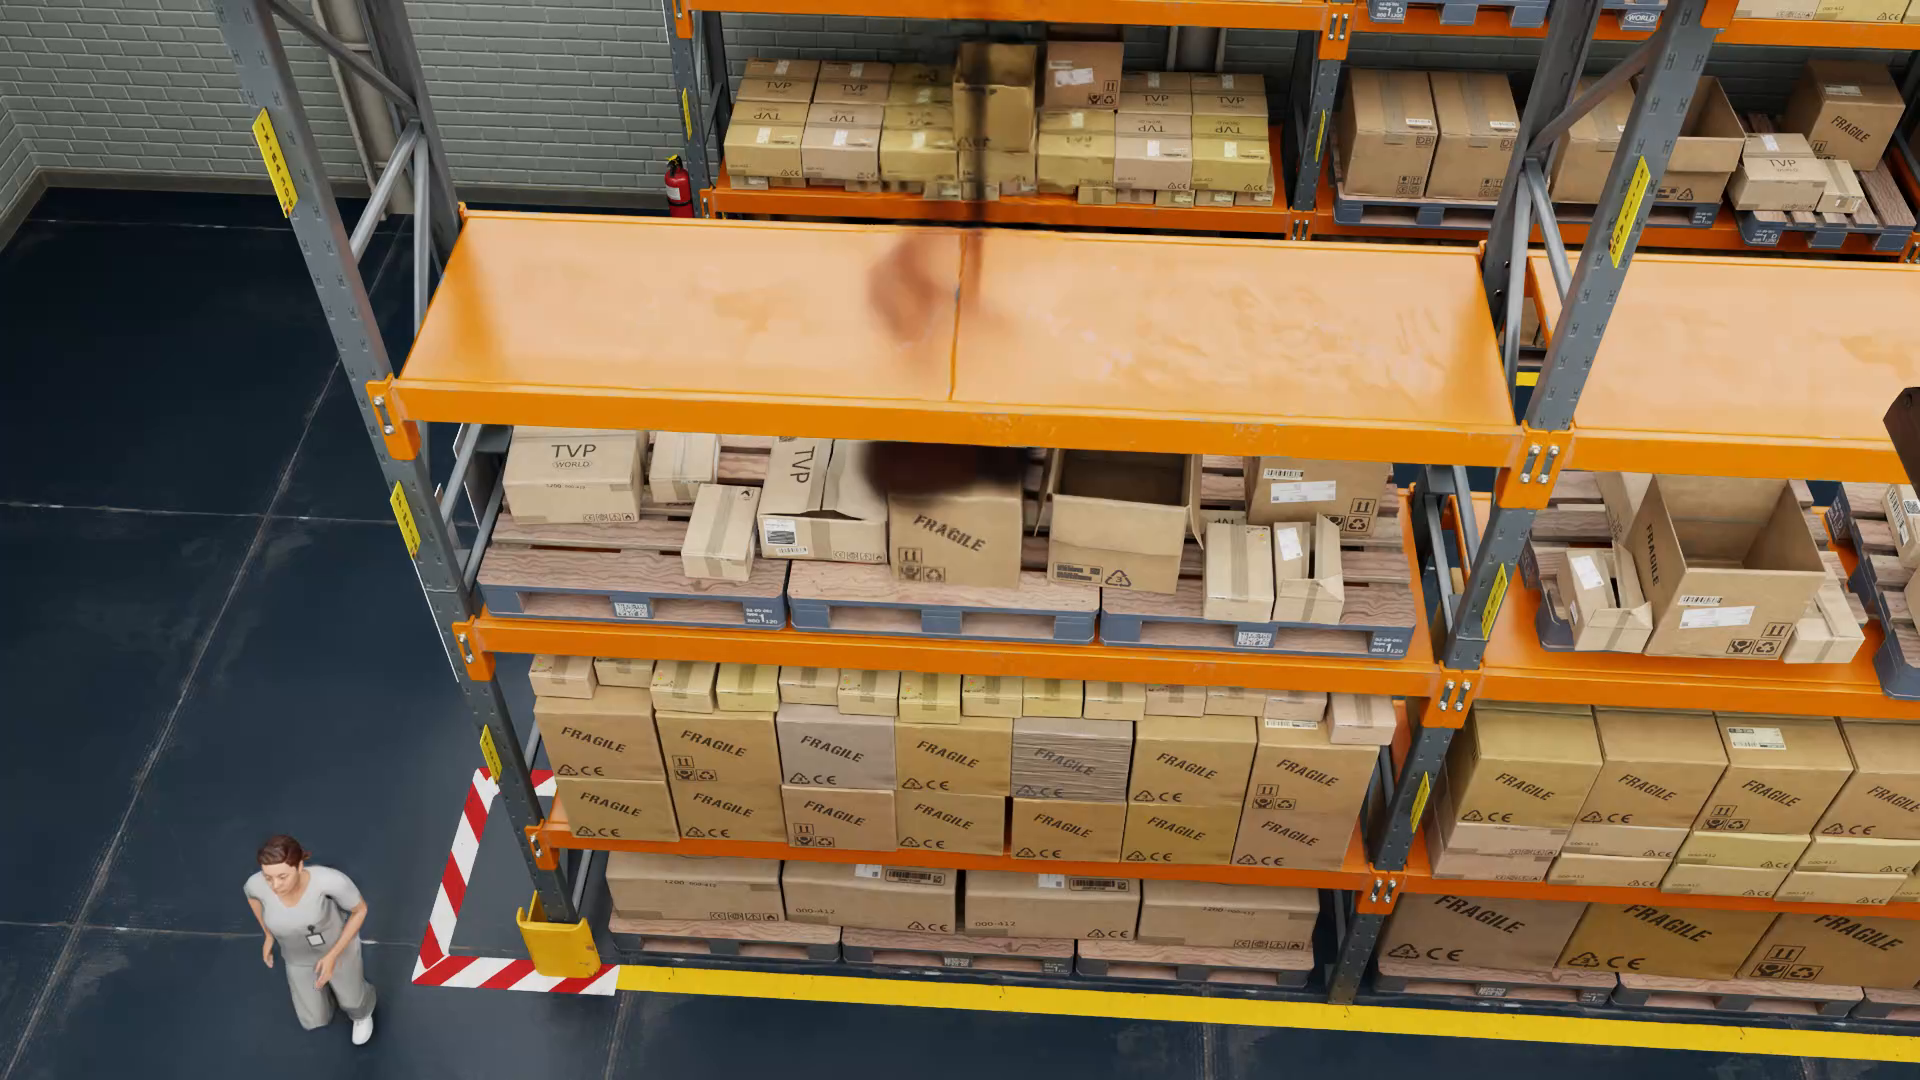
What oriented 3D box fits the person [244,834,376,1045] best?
[{"bbox_3d":[-3.039,1.935,7.895,0.560,1.622,0.561,-5,48,-4],"label":"person"}]
